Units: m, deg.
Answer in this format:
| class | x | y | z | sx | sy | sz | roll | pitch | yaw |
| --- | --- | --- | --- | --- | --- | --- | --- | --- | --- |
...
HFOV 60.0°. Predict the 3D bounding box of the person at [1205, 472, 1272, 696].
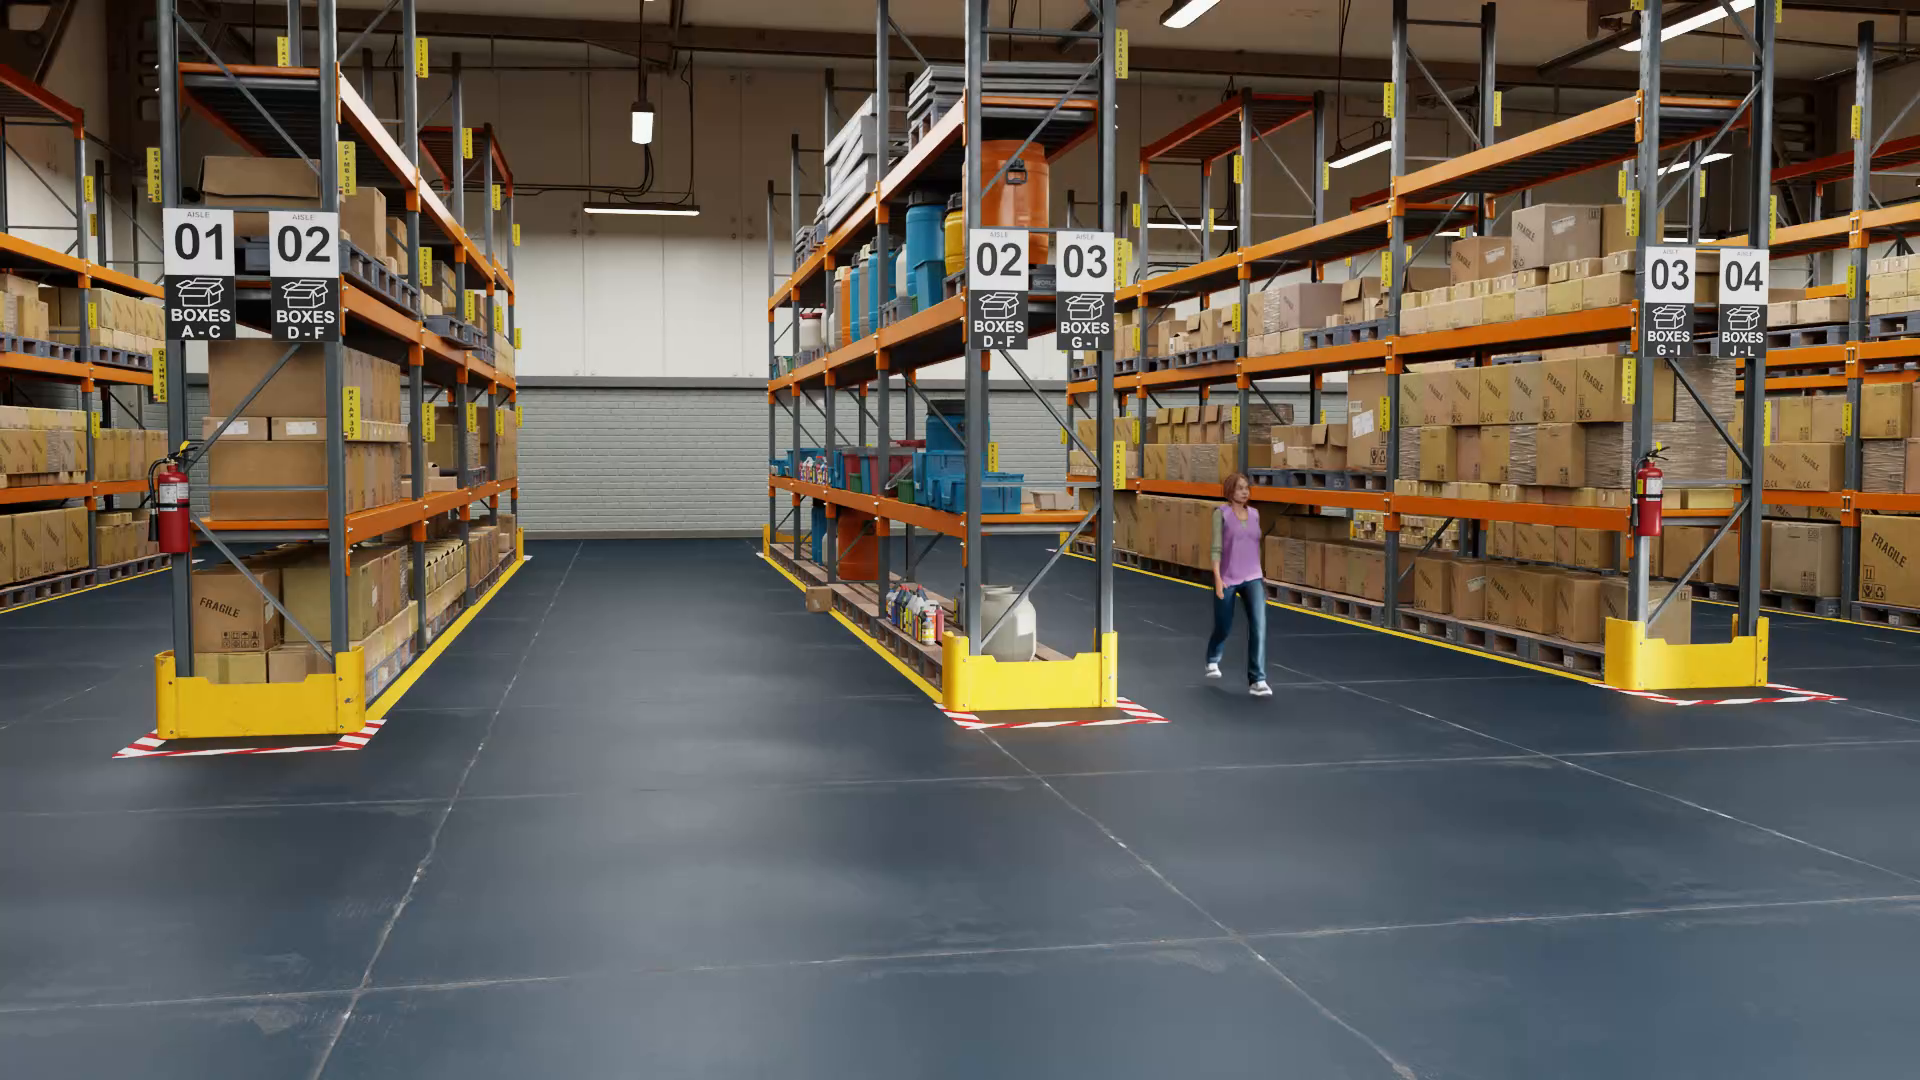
| class | x | y | z | sx | sy | sz | roll | pitch | yaw |
| --- | --- | --- | --- | --- | --- | --- | --- | --- | --- |
| person | 1.970 | 0.295 | 11.865 | 0.421 | 1.555 | 0.874 | -1 | 3 | -11 |
